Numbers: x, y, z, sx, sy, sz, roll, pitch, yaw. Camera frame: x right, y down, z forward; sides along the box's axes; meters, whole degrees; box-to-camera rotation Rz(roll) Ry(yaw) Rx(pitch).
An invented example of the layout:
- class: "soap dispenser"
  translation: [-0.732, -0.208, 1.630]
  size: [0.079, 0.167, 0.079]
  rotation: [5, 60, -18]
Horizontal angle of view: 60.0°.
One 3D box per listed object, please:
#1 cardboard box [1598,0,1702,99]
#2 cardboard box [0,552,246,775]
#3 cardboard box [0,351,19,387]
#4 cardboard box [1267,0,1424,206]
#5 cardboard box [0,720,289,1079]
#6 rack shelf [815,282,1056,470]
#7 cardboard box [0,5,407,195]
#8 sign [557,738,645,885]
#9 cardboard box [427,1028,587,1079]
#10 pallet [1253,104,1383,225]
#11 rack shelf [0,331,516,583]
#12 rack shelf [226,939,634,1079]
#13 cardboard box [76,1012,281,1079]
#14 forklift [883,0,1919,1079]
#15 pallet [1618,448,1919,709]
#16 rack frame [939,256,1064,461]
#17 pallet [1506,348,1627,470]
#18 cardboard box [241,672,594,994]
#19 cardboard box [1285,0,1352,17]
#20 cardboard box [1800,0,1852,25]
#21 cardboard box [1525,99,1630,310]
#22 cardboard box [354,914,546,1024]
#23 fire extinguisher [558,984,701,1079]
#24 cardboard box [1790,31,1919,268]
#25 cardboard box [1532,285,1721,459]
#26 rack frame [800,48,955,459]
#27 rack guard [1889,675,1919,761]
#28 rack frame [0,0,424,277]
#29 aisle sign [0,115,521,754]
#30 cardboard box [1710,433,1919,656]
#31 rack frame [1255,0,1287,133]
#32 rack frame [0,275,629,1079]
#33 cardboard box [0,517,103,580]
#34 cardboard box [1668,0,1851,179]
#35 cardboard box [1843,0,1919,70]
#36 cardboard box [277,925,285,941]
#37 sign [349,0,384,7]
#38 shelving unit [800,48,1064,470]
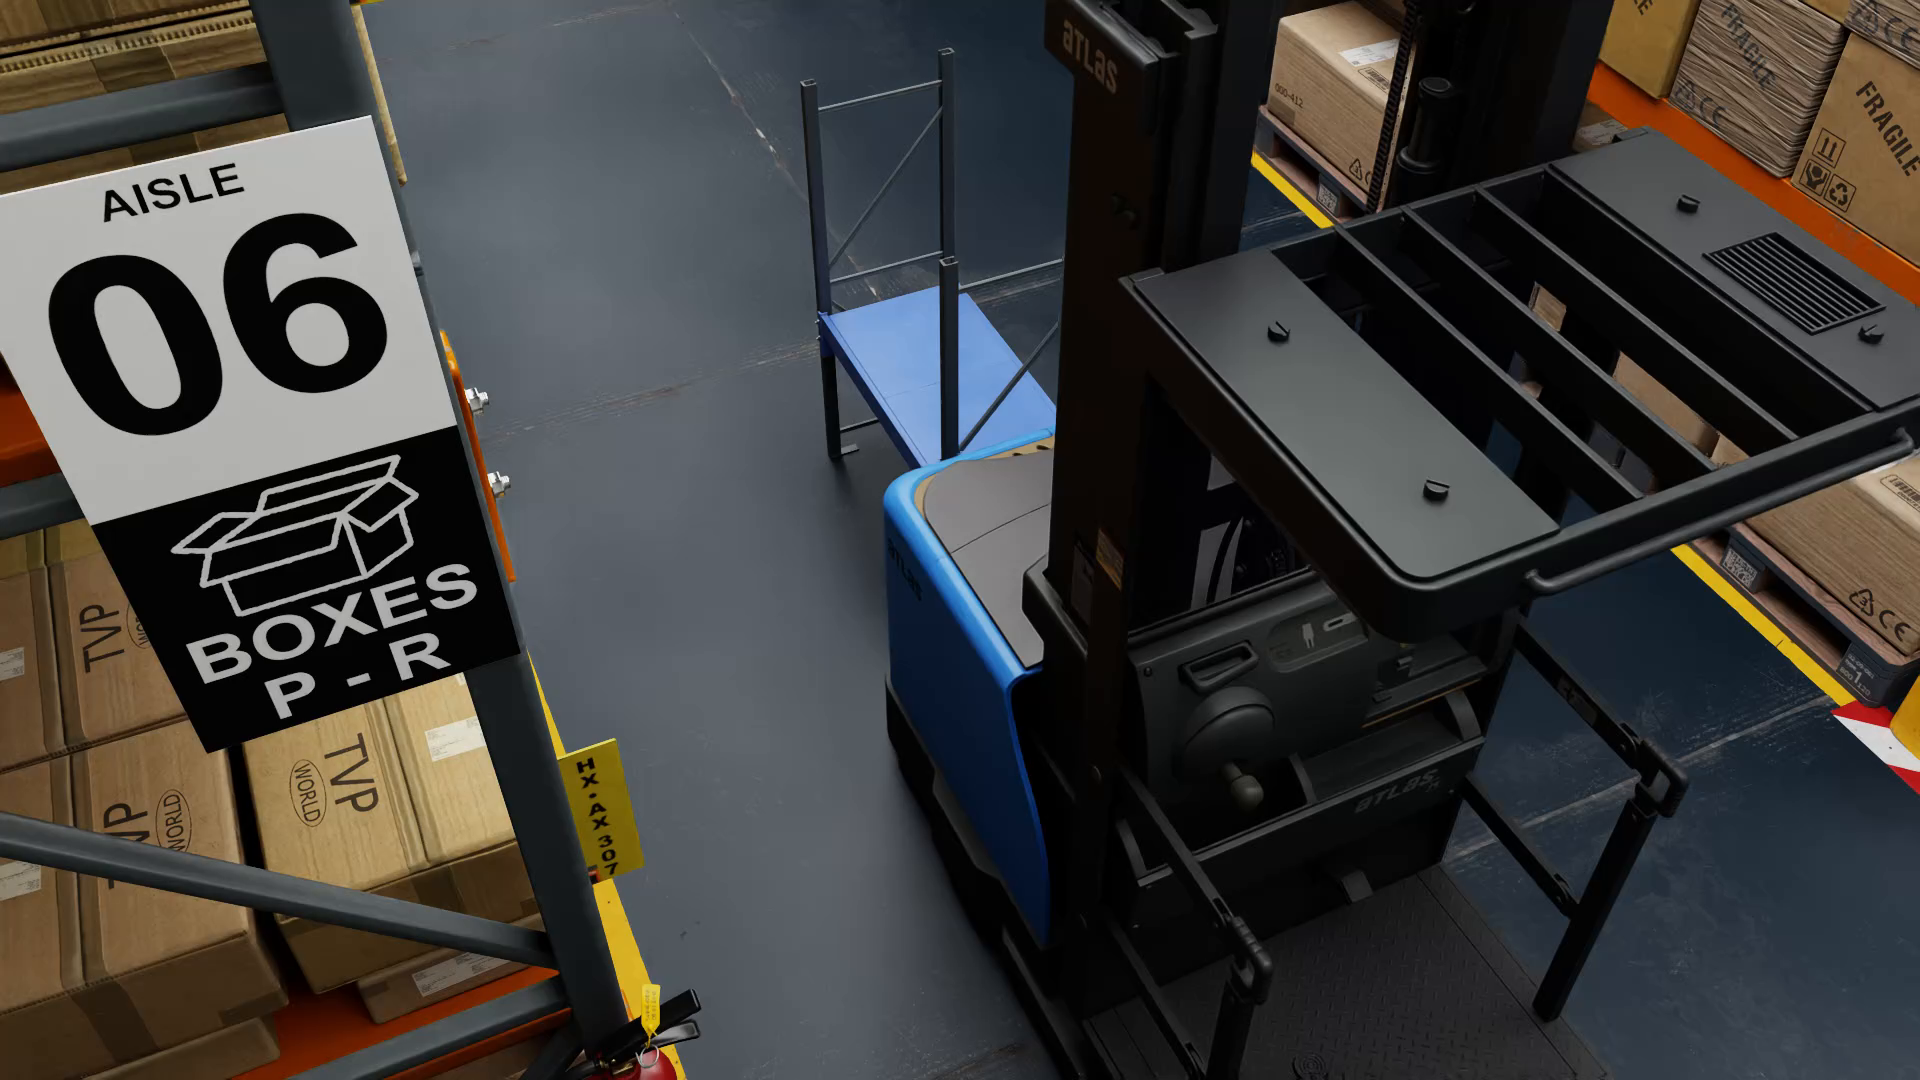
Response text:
- class: "cardboard box"
  translation: [2.359, -1.814, 5.381]
  size: [0.500, 0.500, 0.500]
  rotation: [-17, 47, -16]
- class: "cardboard box"
  translation: [-1.698, 0.298, 3.208]
  size: [0.500, 0.250, 0.500]
  rotation: [-18, 47, -17]
- class: "cardboard box"
  translation: [-0.971, -0.356, 2.019]
  size: [0.380, 0.149, 0.250]
  rotation: [-17, 47, -17]
- class: "cardboard box"
  translation: [1.938, -1.929, 7.095]
  size: [0.875, 0.438, 0.875]
  rotation: [-19, 48, -18]
- class: "cardboard box"
  translation: [-1.483, 0.626, 2.874]
  size: [0.500, 0.250, 0.500]
  rotation: [-17, 47, -16]
- class: "rack shelf"
  translation: [-0.036, -0.460, 5.405]
  size: [0.538, 0.185, 1.000]
  rotation: [-18, 47, -17]
- class: "cardboard box"
  translation: [-0.987, -0.590, 1.972]
  size: [0.500, 0.250, 0.500]
  rotation: [-19, 48, -18]
- class: "sign"
  translation: [-0.556, 0.425, 2.567]
  size: [0.100, 0.325, 0.005]
  rotation: [-18, 47, -17]
- class: "cardboard box"
  translation: [-1.219, 1.215, 3.861]
  size: [0.797, 0.503, 0.637]
  rotation: [-20, 48, -19]
- class: "pallet"
  translation: [2.021, -1.623, 7.245]
  size: [1.003, 0.211, 1.213]
  rotation: [-18, 47, -17]
- class: "rack shelf"
  translation: [-1.889, -1.192, 3.199]
  size: [1.077, 0.370, 4.000]
  rotation: [-18, 47, -17]
- class: "rack shelf"
  translation: [-1.889, -0.125, 4.253]
  size: [1.077, 0.370, 4.000]
  rotation: [-18, 47, -17]
- class: "cardboard box"
  translation: [-1.431, 0.851, 2.931]
  size: [0.380, 0.149, 0.250]
  rotation: [-19, 48, -18]
- class: "forklift"
  translation: [0.869, 0.349, 3.310]
  size: [1.130, 2.935, 3.031]
  rotation: [-19, 48, -18]
- class: "pallet"
  translation: [3.047, -0.068, 5.669]
  size: [1.003, 0.211, 1.213]
  rotation: [-18, 47, -17]
- class: "rack frame"
  translation: [0.178, -0.264, 4.950]
  size: [0.500, 1.500, 0.032]
  rotation: [-18, 47, -17]
- class: "pallet"
  translation: [2.537, -0.845, 6.456]
  size: [1.003, 0.211, 1.213]
  rotation: [-18, 47, -17]
- class: "cardboard box"
  translation: [-0.995, 0.473, 3.030]
  size: [0.500, 0.250, 0.500]
  rotation: [-18, 47, -17]
- class: "cardboard box"
  translation: [1.439, -2.888, 7.755]
  size: [0.875, 0.875, 0.875]
  rotation: [-17, 47, -16]
- class: "cardboard box"
  translation: [2.584, -1.843, 4.700]
  size: [0.500, 0.500, 0.500]
  rotation: [-18, 47, -18]
- class: "cardboard box"
  translation: [2.315, -1.359, 6.517]
  size: [0.875, 0.438, 0.875]
  rotation: [-19, 48, -19]
- class: "cardboard box"
  translation: [-0.938, 0.693, 3.091]
  size: [0.380, 0.149, 0.250]
  rotation: [-18, 48, -18]
- class: "fire extinguisher"
  translation: [-0.567, 1.011, 2.910]
  size: [0.296, 0.674, 0.183]
  rotation: [-18, 47, -17]
- class: "cardboard box"
  translation: [2.813, -1.164, 4.722]
  size: [0.500, 0.500, 0.500]
  rotation: [-19, 48, -18]
- class: "cardboard box"
  translation: [2.693, -0.784, 5.934]
  size: [0.875, 0.438, 0.875]
  rotation: [-17, 47, -16]
- class: "rack frame"
  translation: [-0.250, -0.912, 5.607]
  size: [0.500, 1.500, 0.032]
  rotation: [-18, 47, -17]
- class: "rack guard"
  translation: [3.464, 0.331, 5.059]
  size: [1.175, 0.500, 0.348]
  rotation: [-18, 47, -17]
- class: "rack frame"
  translation: [-1.048, -1.242, 0.602]
  size: [1.000, 3.000, 0.127]
  rotation: [-18, 47, -17]
- class: "aisle sign"
  translation: [-0.753, -0.075, 1.839]
  size: [0.394, 0.787, 0.004]
  rotation: [-18, 47, -17]
- class: "cardboard box"
  translation: [3.085, -0.203, 5.345]
  size: [0.875, 0.438, 0.875]
  rotation: [-20, 48, -19]
- class: "rack frame"
  translation: [1.772, -3.124, 6.780]
  size: [1.000, 3.000, 0.127]
  rotation: [-18, 47, -17]
- class: "rack frame"
  translation: [-1.048, 0.894, 2.709]
  size: [1.000, 3.000, 0.127]
  rotation: [-18, 47, -17]
- class: "cardboard box"
  translation: [-1.902, -0.019, 3.529]
  size: [0.500, 0.250, 0.500]
  rotation: [-17, 47, -16]
- class: "cardboard box"
  translation: [2.588, -1.489, 5.052]
  size: [0.500, 0.500, 0.500]
  rotation: [-17, 47, -16]
- class: "cardboard box"
  translation: [2.789, -1.527, 4.379]
  size: [0.500, 0.500, 0.500]
  rotation: [-18, 47, -17]
- class: "cardboard box"
  translation: [-1.482, 0.671, 3.113]
  size: [0.380, 0.149, 0.250]
  rotation: [-17, 47, -16]
- class: "sign"
  translation: [-0.556, -0.645, 1.511]
  size: [0.100, 0.325, 0.005]
  rotation: [-18, 47, -17]
- class: "shelving unit"
  translation: [-0.036, -0.588, 5.278]
  size: [0.538, 1.500, 1.048]
  rotation: [-18, 47, -17]
